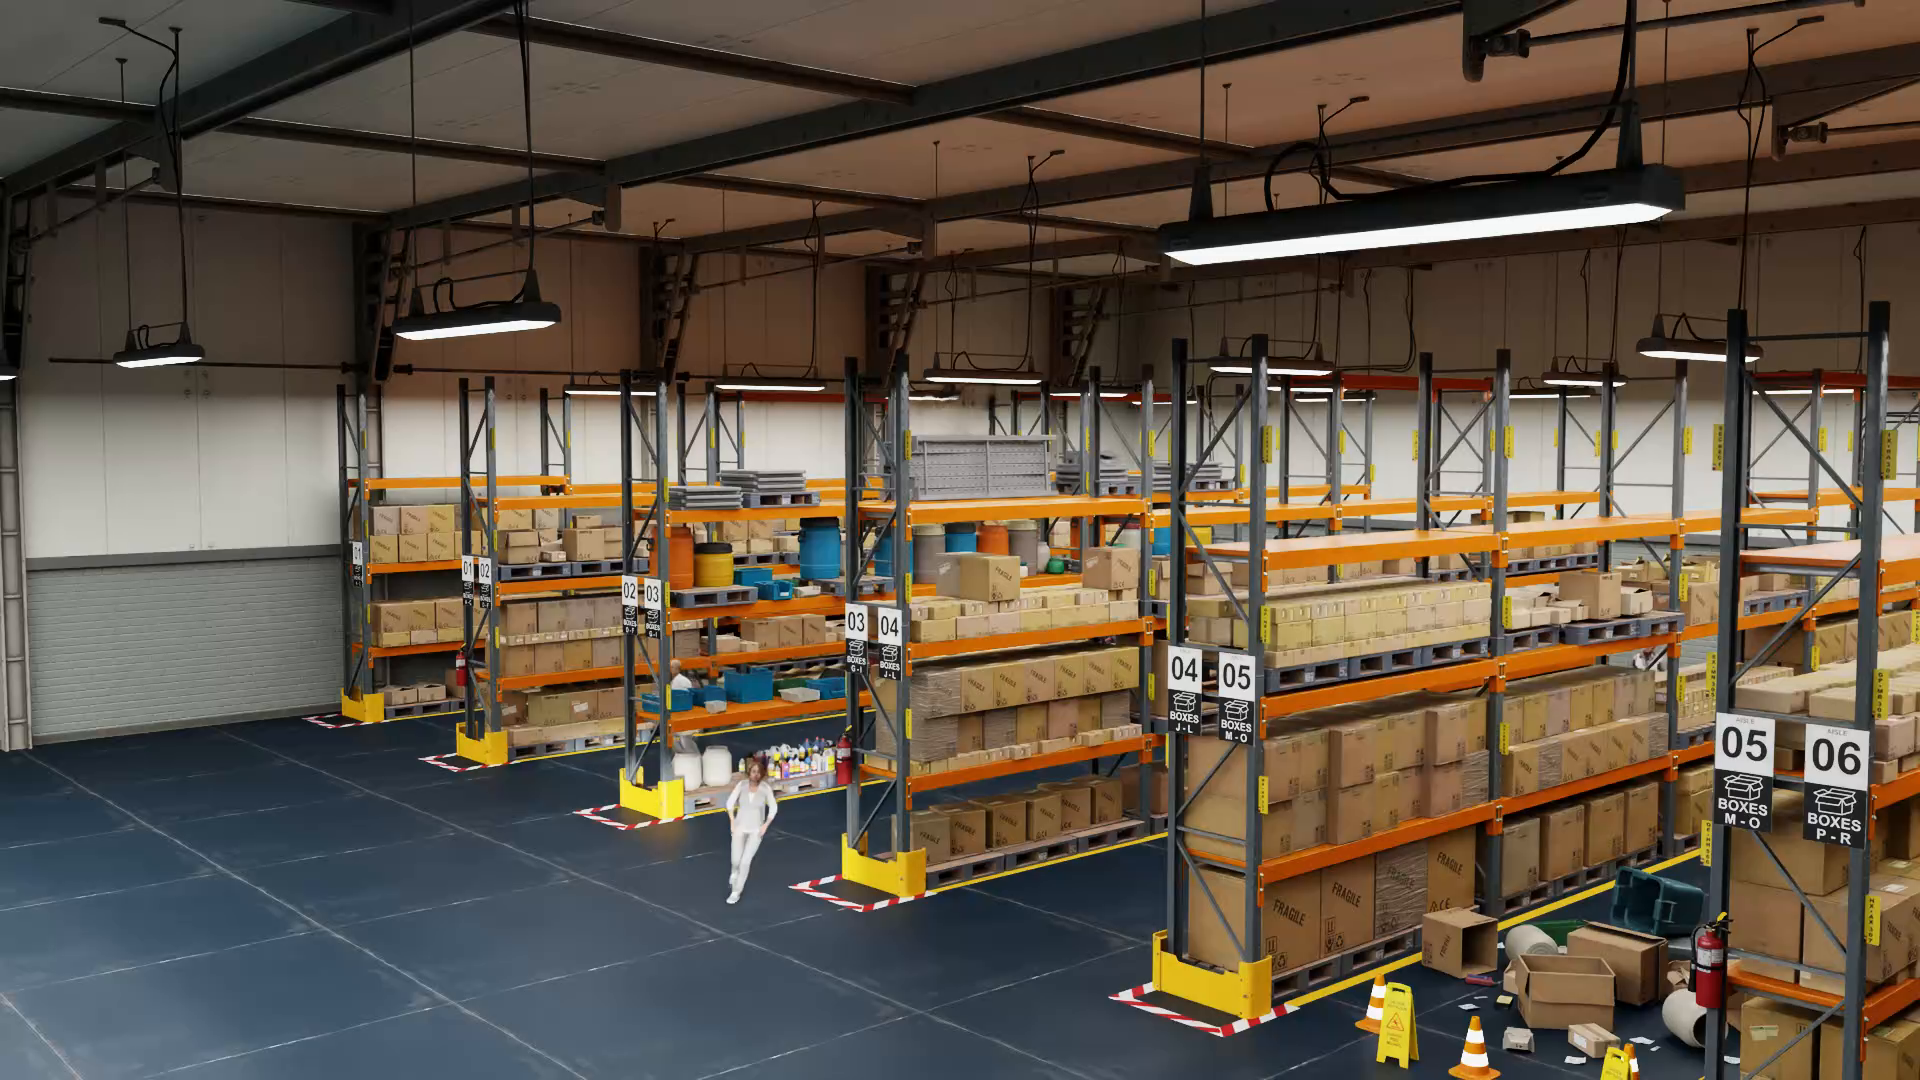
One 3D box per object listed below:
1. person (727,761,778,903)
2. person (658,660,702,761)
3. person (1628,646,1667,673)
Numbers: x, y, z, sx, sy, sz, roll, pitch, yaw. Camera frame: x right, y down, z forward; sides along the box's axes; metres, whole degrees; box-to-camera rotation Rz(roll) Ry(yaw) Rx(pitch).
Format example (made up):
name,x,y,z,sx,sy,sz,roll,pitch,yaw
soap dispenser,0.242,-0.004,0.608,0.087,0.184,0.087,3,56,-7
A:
name,x,y,z,sx,sy,sz,roll,pitch,yaw
person,-2.292,3.200,18.352,0.565,1.518,0.551,0,4,-2
person,-4.178,2.662,24.886,0.664,1.772,0.851,4,5,44
person,11.419,2.479,27.668,0.662,1.731,0.612,2,4,32
